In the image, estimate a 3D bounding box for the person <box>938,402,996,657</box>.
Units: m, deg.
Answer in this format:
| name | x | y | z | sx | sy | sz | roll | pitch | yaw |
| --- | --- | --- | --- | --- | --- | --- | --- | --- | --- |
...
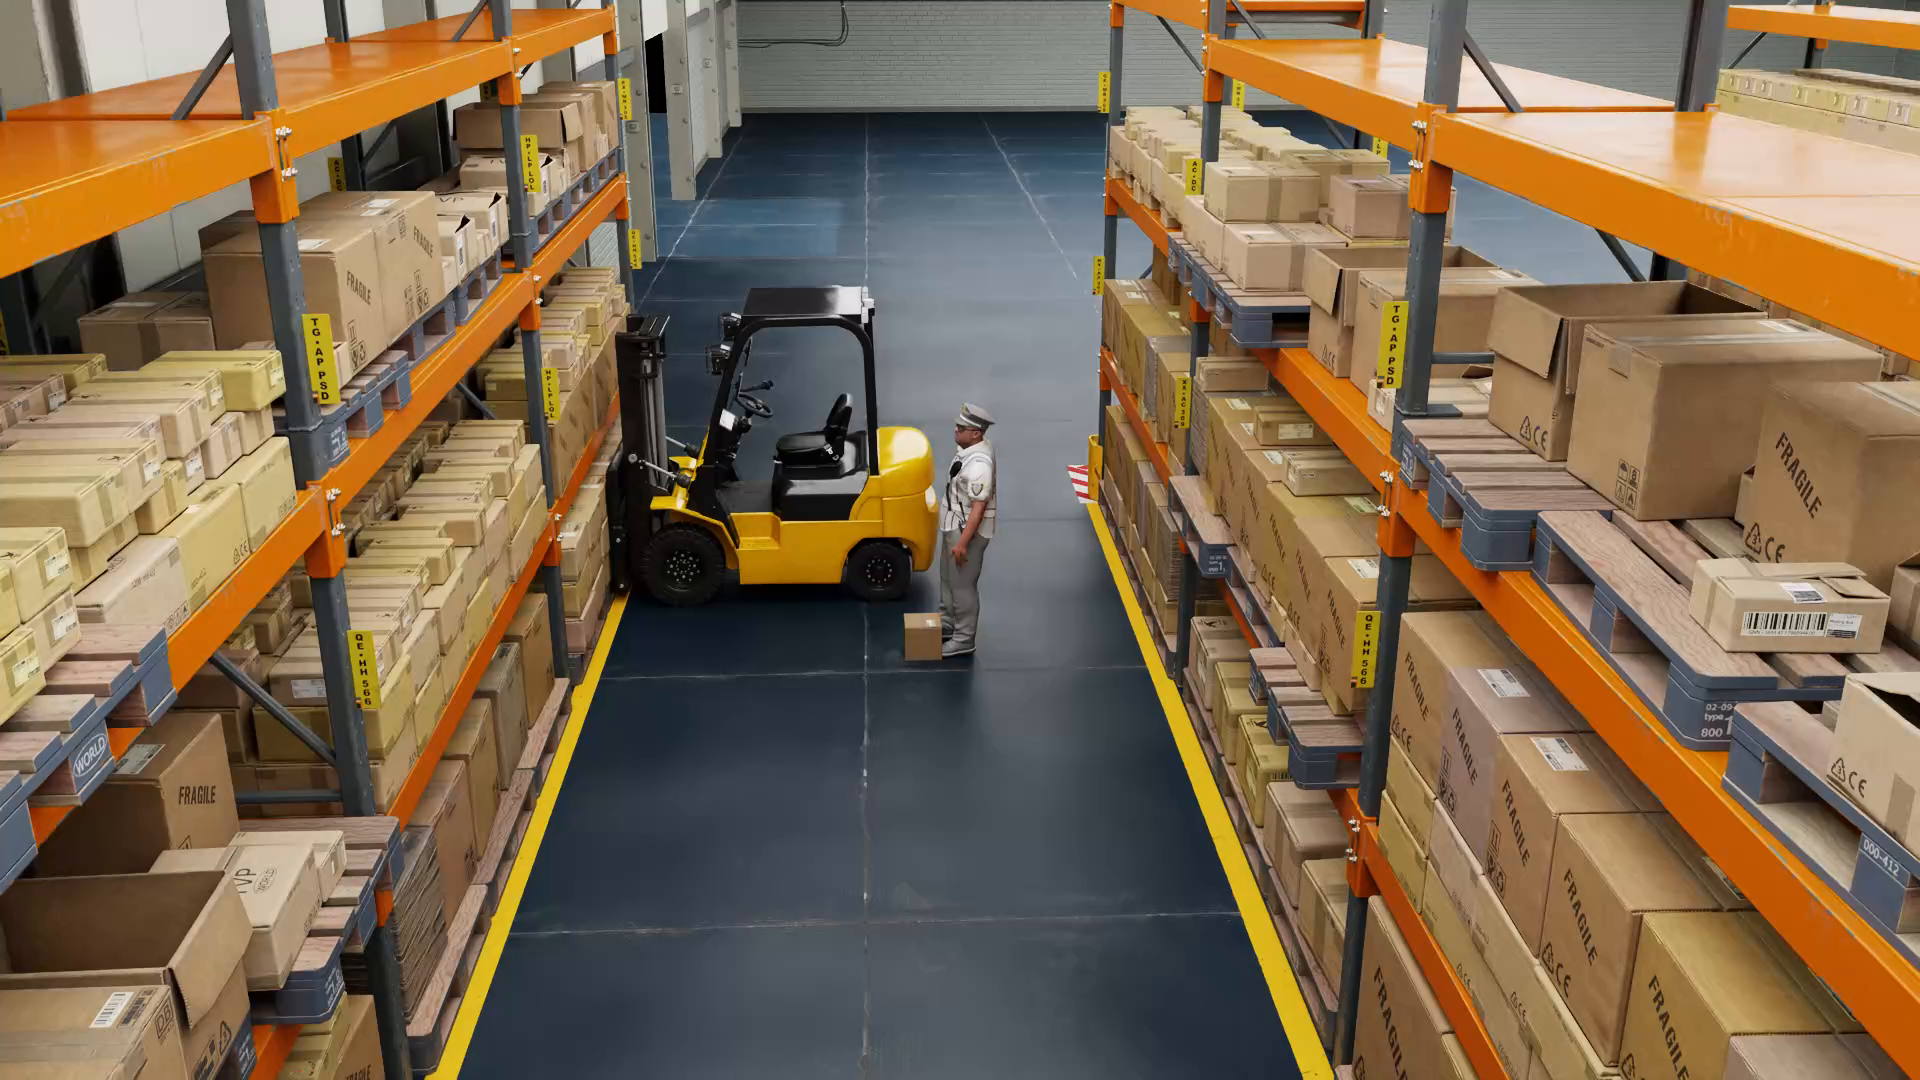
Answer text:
| name | x | y | z | sx | sy | sz | roll | pitch | yaw |
| --- | --- | --- | --- | --- | --- | --- | --- | --- | --- |
| person | -0.044 | -0.076 | 11.201 | 0.574 | 1.780 | 0.640 | -1 | 20 | -3 |
